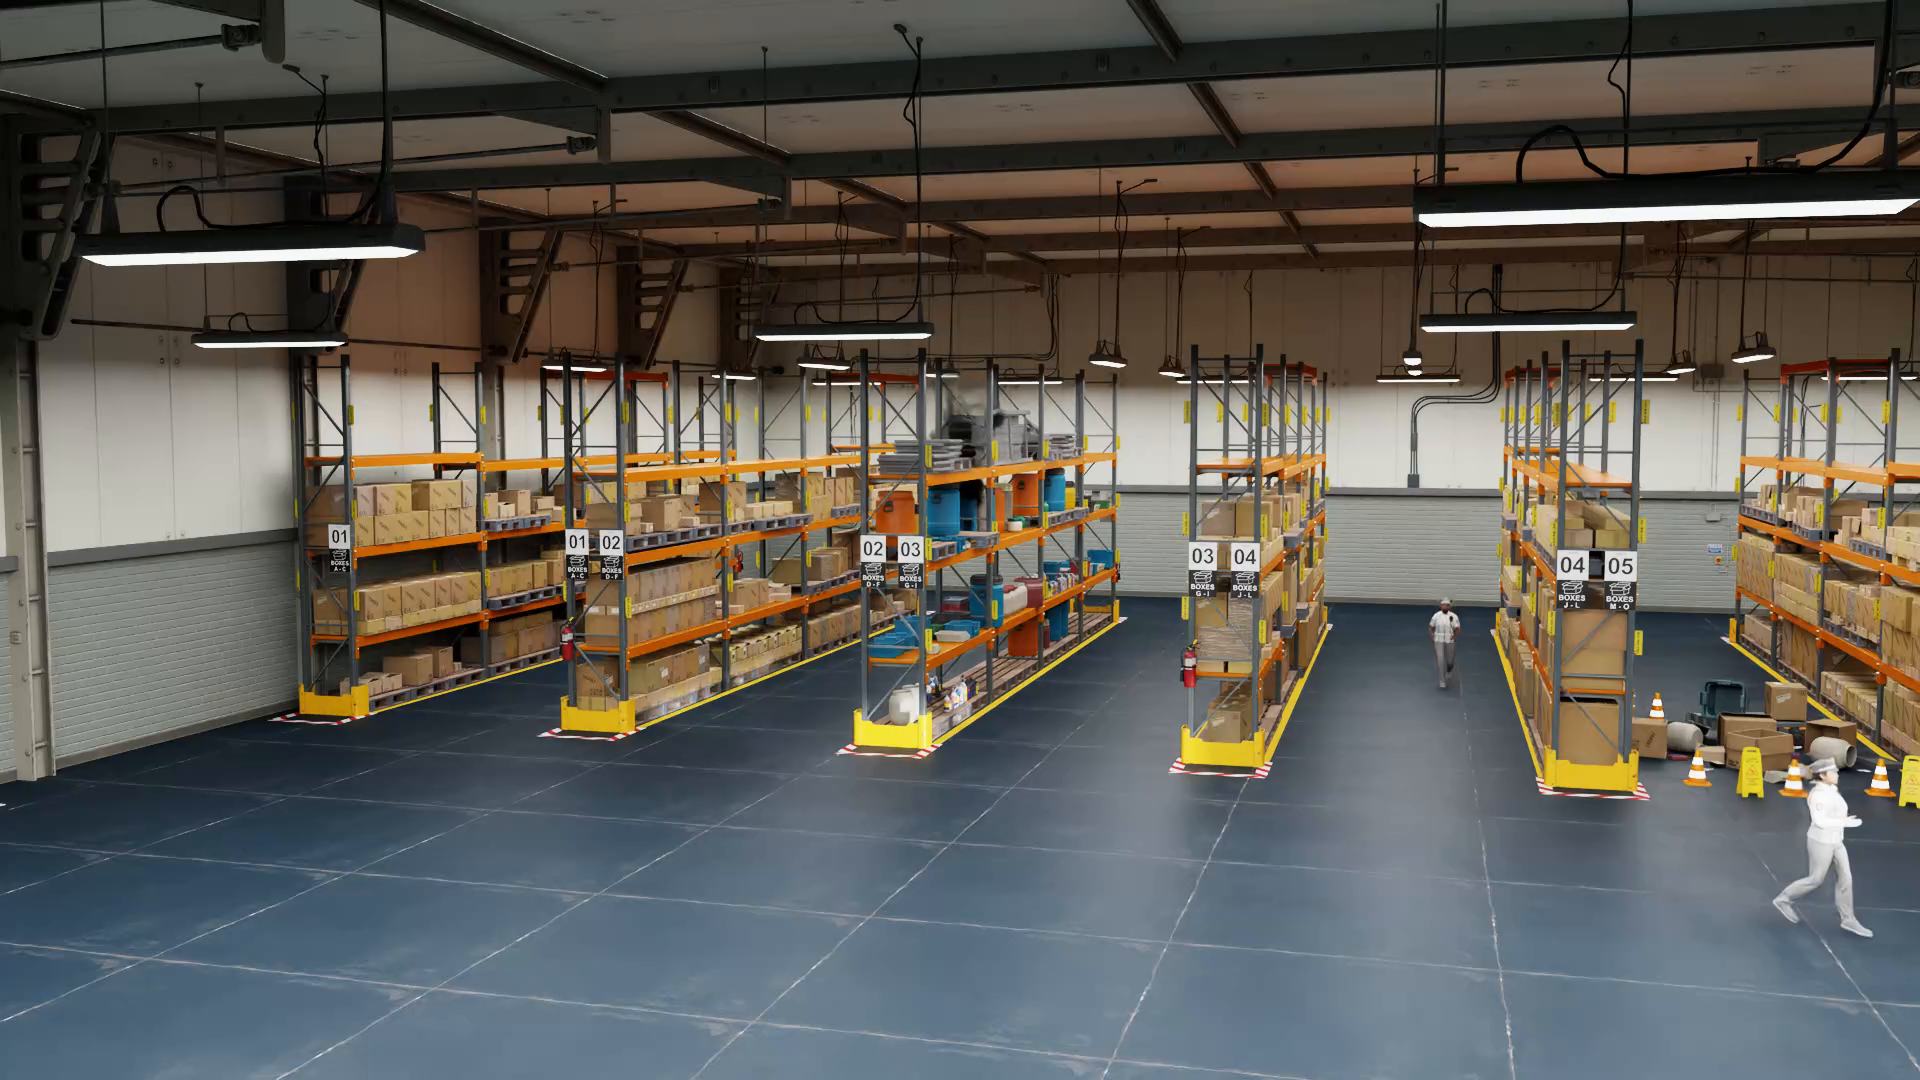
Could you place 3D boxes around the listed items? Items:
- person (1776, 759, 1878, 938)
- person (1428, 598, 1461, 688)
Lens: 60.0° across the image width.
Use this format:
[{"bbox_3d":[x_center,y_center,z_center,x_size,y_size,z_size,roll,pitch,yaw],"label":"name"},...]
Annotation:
[{"bbox_3d":[8.379,2.934,16.018,0.892,1.666,0.620,4,6,43],"label":"person"},{"bbox_3d":[8.920,1.879,30.635,0.540,1.651,0.549,1,4,16],"label":"person"}]
